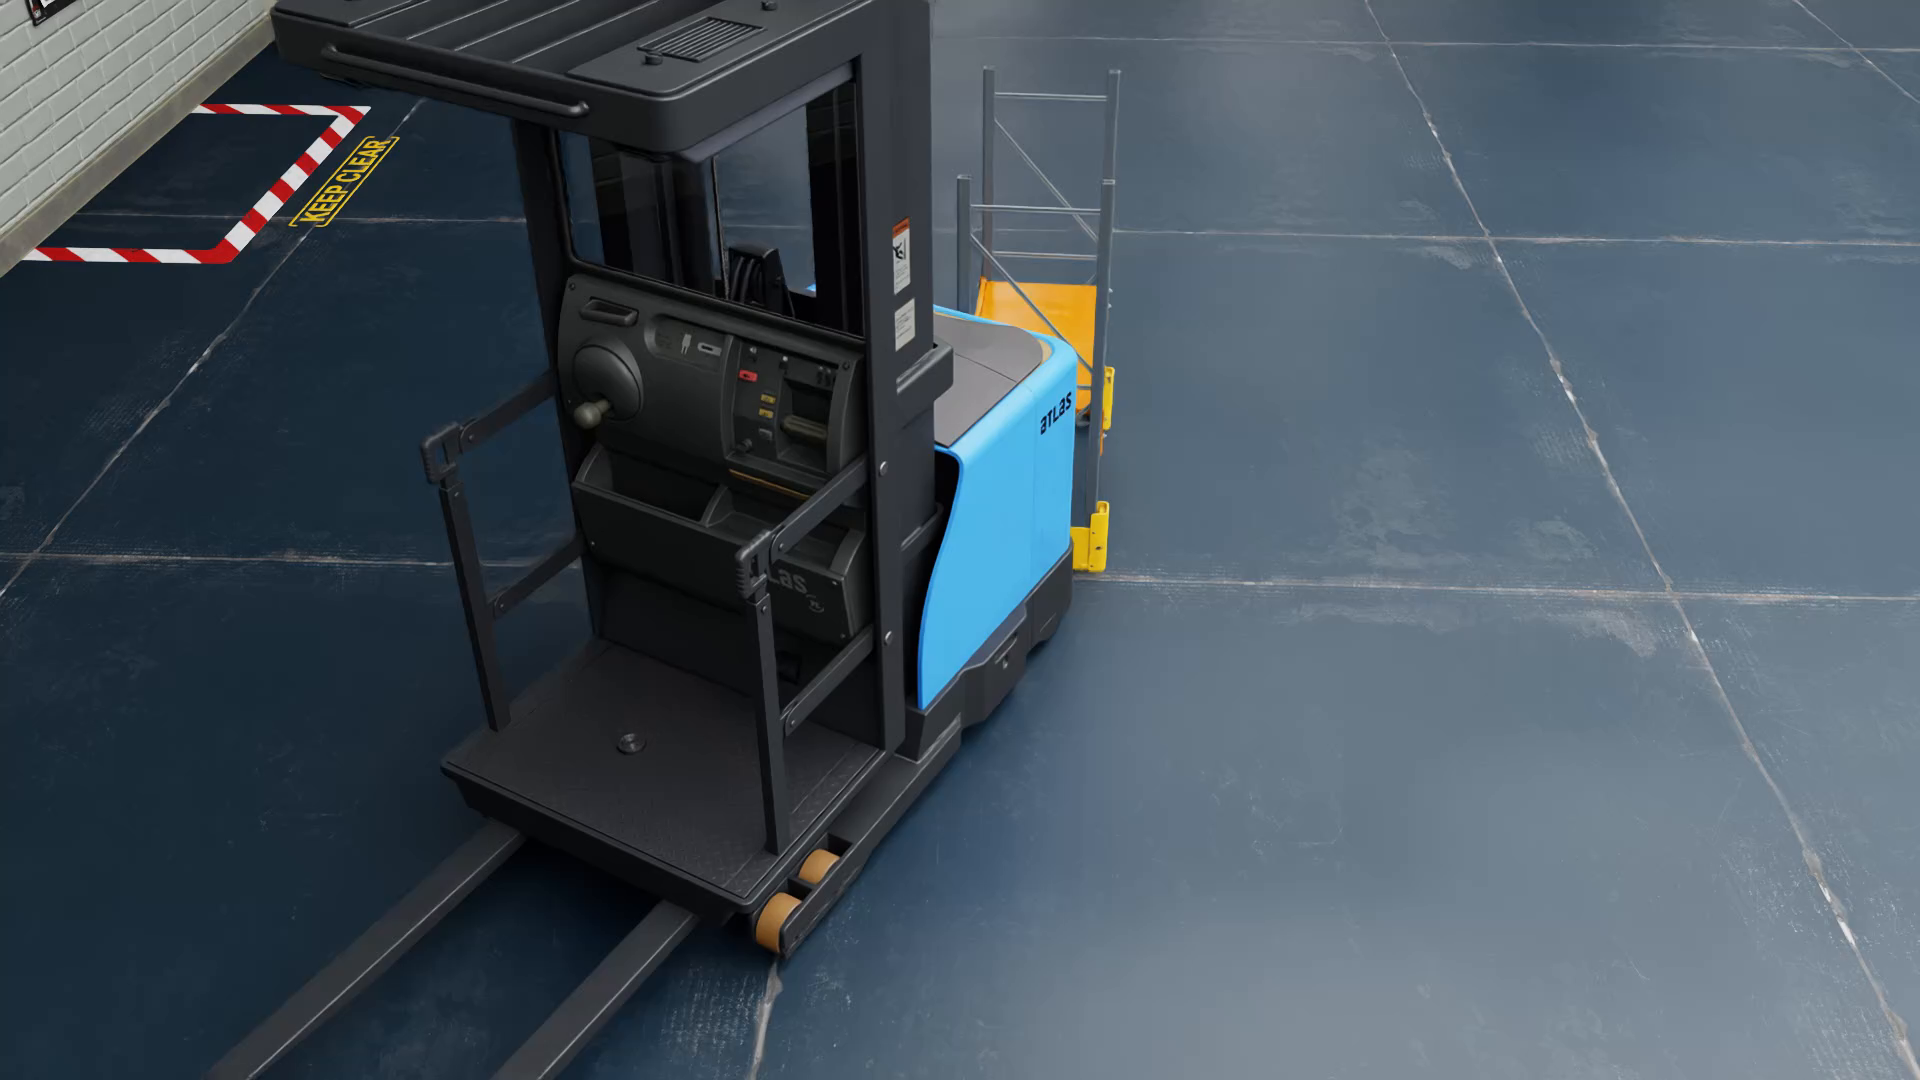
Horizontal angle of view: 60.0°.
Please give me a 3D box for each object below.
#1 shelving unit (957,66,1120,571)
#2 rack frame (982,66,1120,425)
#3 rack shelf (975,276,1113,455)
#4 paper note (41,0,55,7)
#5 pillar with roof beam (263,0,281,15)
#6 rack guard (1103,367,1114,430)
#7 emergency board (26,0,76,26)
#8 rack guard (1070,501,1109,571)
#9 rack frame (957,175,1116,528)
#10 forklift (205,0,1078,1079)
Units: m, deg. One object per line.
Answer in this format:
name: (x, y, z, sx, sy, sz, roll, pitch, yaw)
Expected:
shelving unit: (0.290, -0.825, 6.120, 0.587, 1.500, 1.083, 3, 35, 4)
rack frame: (0.336, -1.111, 6.526, 0.500, 1.500, 0.032, 3, 35, 4)
rack shelf: (0.289, -0.673, 6.216, 0.538, 0.185, 1.000, 3, 35, 4)
paper note: (-4.594, -2.769, 8.348, 0.016, 0.148, 0.142, 1, 35, 2)
pillar with roof beam: (-0.079, -7.004, 8.390, 9.100, 9.000, 0.400, 1, 35, 2)
rack guard: (0.336, -0.599, 6.885, 0.587, 0.250, 0.087, 3, 35, 4)
emergency board: (-4.536, -3.225, 8.231, 0.157, 1.169, 0.626, 1, 35, 2)
rack guard: (0.244, -0.029, 6.073, 0.587, 0.250, 0.087, 3, 35, 4)
rack frame: (0.242, -0.529, 5.698, 0.500, 1.500, 0.032, 3, 35, 4)
forklift: (-0.781, -0.354, 4.205, 1.130, 2.935, 3.031, 18, 39, 24)
